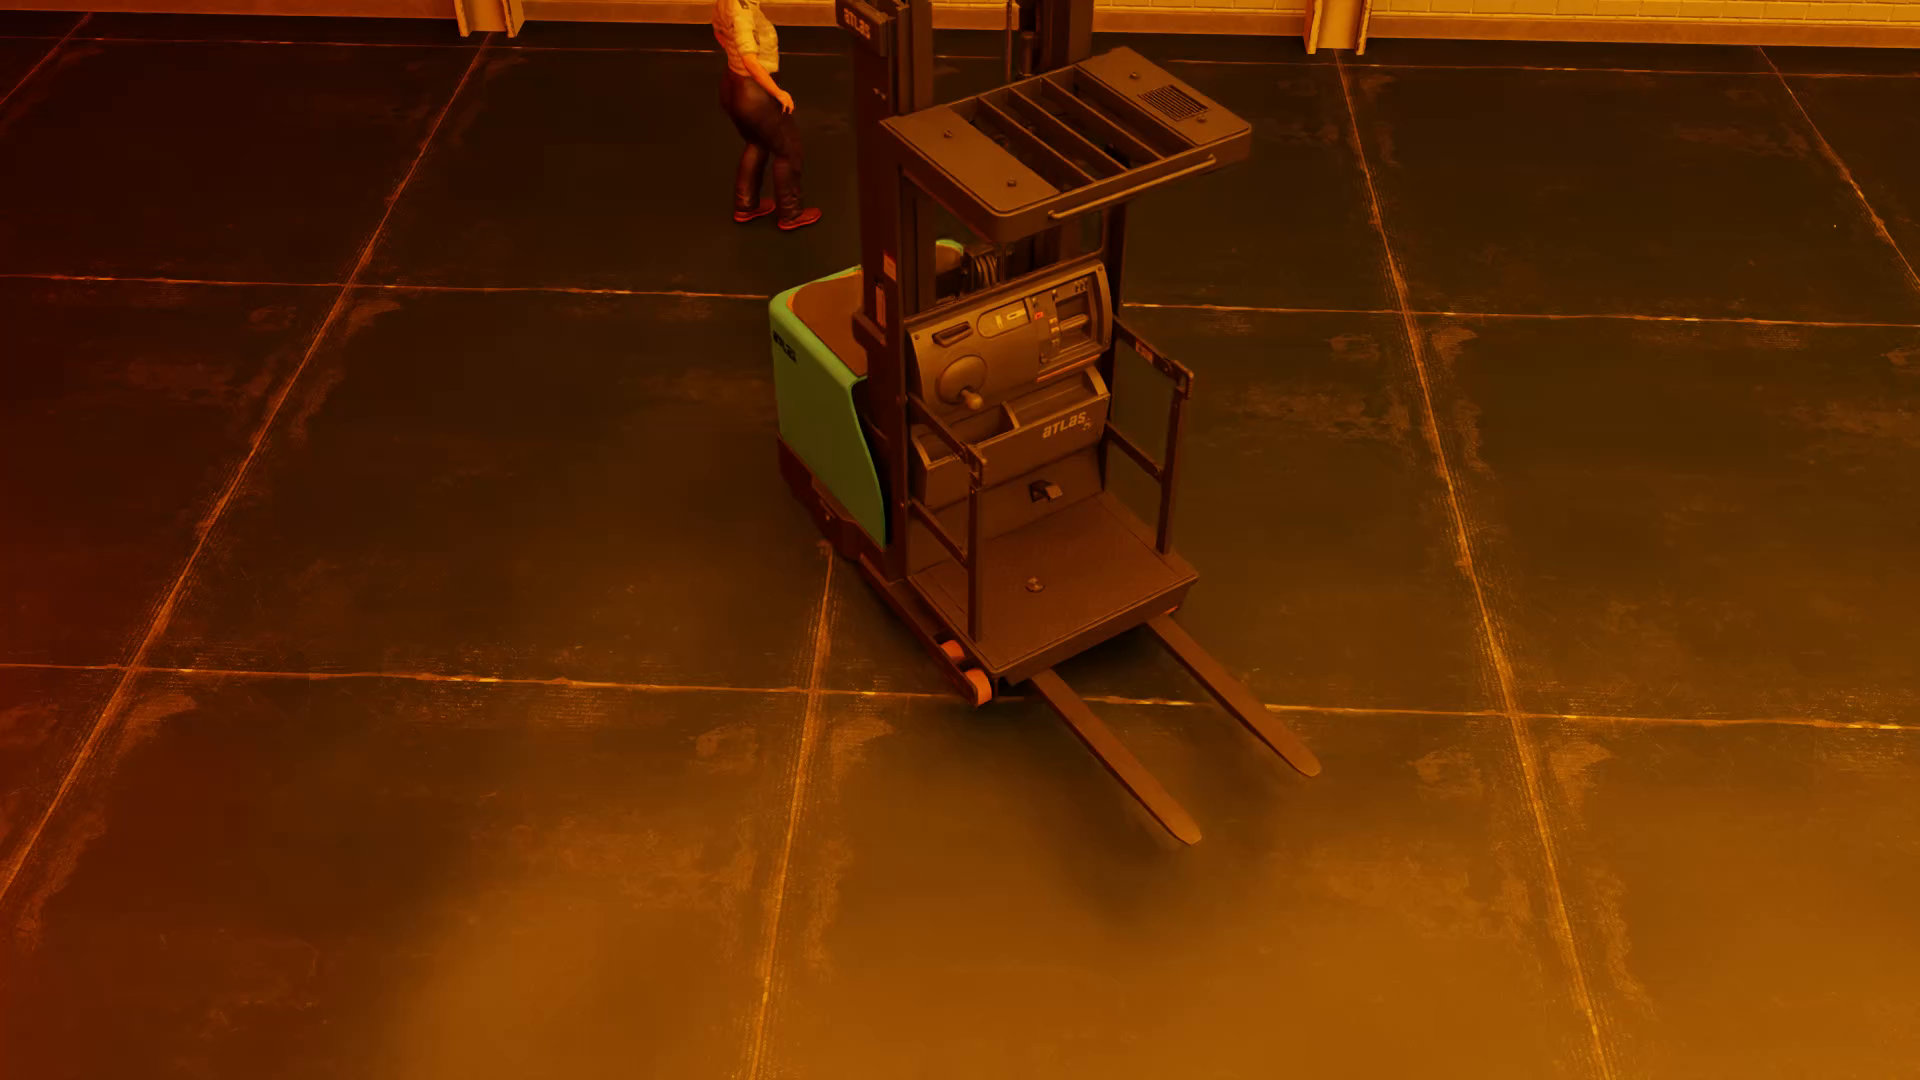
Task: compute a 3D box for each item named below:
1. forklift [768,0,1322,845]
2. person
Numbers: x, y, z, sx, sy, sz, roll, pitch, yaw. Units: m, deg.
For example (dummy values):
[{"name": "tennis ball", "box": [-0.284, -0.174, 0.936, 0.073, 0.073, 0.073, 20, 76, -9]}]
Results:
[{"name": "forklift", "box": [0.333, -0.738, 6.550, 1.130, 2.935, 3.031, -24, 47, -24]}, {"name": "person", "box": [-1.139, -2.576, 9.538, 0.485, 1.628, 0.675, -23, 47, -24]}]
